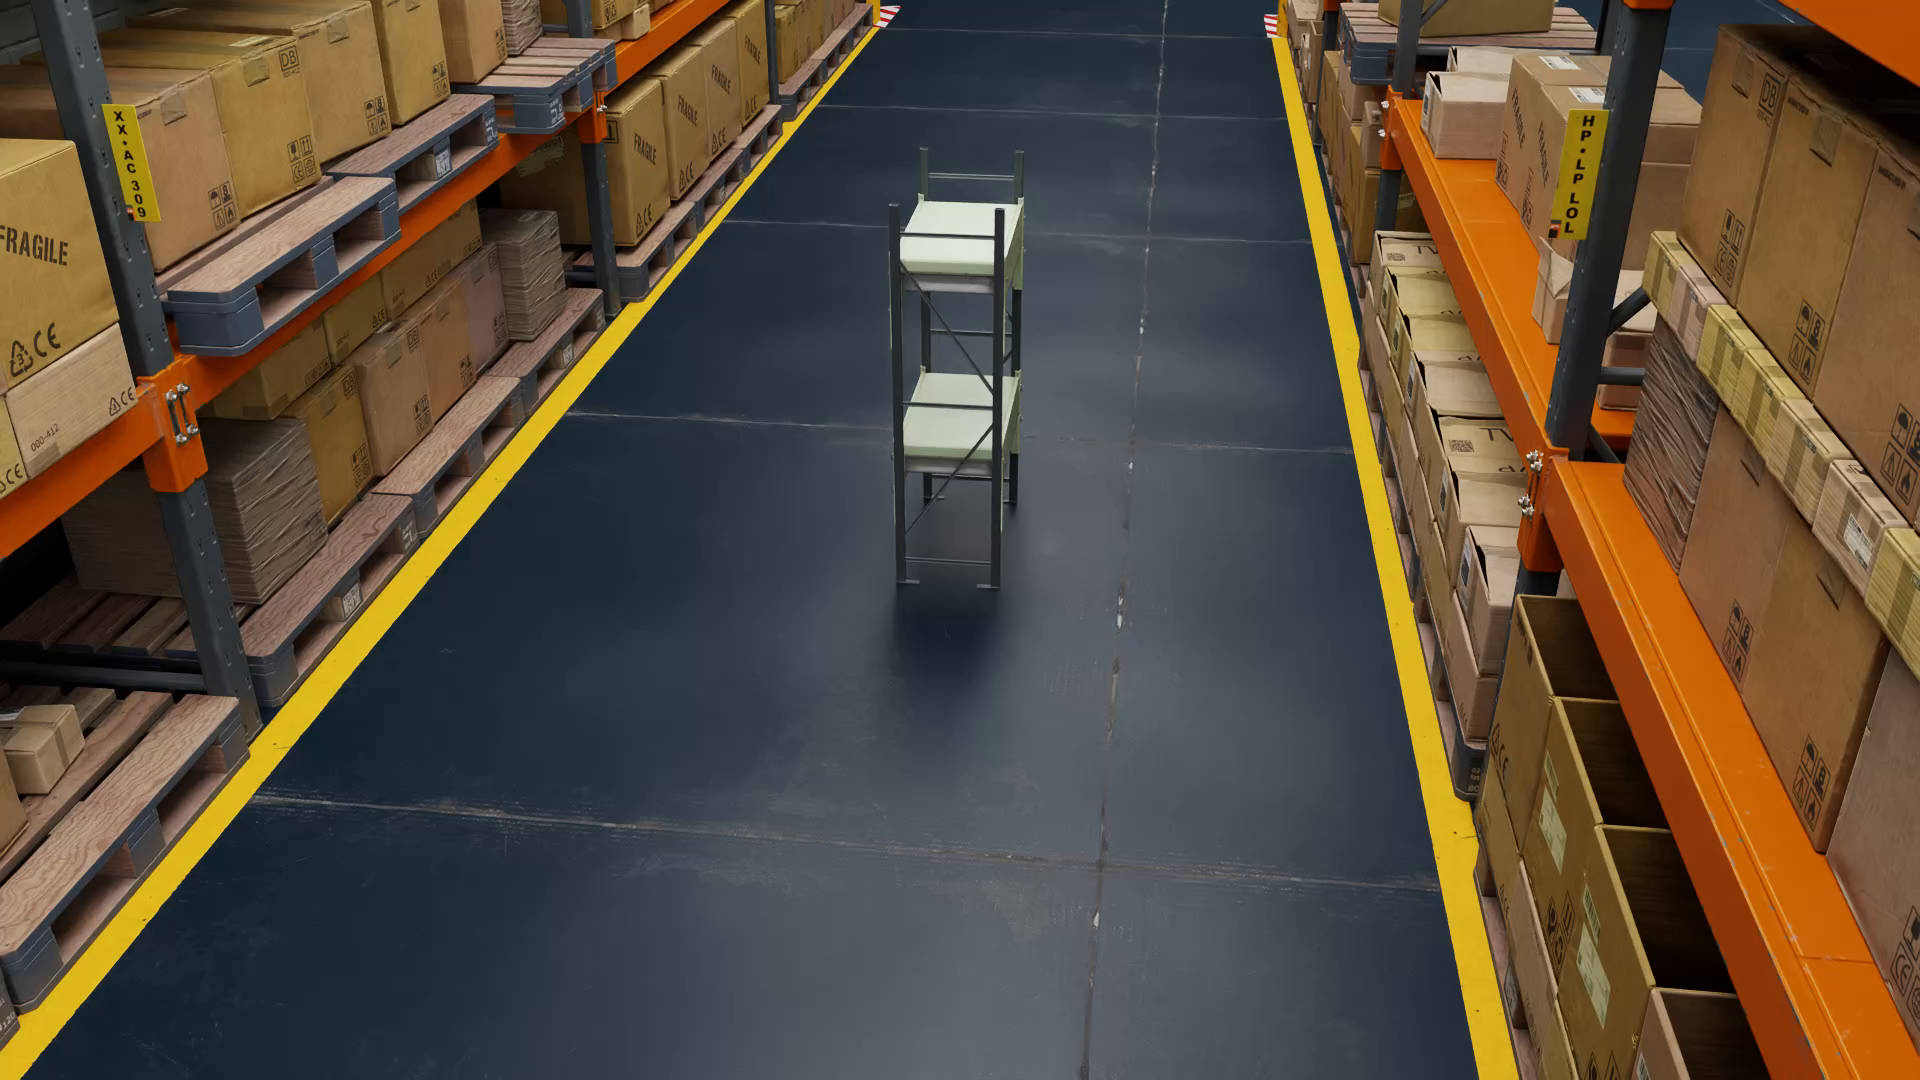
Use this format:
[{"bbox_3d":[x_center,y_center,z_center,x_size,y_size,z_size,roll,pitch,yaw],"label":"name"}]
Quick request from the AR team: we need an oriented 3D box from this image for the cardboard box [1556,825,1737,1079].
[{"bbox_3d":[1.588,0.963,3.466,0.500,0.500,0.500,3,28,6],"label":"cardboard box"}]

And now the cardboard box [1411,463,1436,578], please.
[{"bbox_3d":[1.967,-0.069,6.171,0.500,0.250,0.500,4,29,7],"label":"cardboard box"}]

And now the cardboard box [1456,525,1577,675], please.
[{"bbox_3d":[1.843,0.168,5.141,0.500,0.311,0.500,3,28,6],"label":"cardboard box"}]

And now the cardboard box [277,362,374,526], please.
[{"bbox_3d":[-2.752,-0.377,6.458,0.700,0.500,0.500,3,28,5],"label":"cardboard box"}]

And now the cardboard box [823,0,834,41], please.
[{"bbox_3d":[-1.477,-4.615,14.347,0.700,0.500,0.500,2,28,5],"label":"cardboard box"}]

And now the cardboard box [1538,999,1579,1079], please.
[{"bbox_3d":[1.588,1.293,3.644,0.500,0.250,0.500,3,28,6],"label":"cardboard box"}]

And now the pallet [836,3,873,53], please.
[{"bbox_3d":[-1.389,-4.730,15.307,1.003,0.211,1.213,3,28,6],"label":"pallet"}]

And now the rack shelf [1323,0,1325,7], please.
[{"bbox_3d":[3.303,-4.794,13.244,1.077,0.370,4.000,3,28,6],"label":"rack shelf"}]

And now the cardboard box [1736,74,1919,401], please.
[{"bbox_3d":[1.969,-0.572,3.175,0.700,0.500,0.500,3,28,6],"label":"cardboard box"}]

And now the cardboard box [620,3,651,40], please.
[{"bbox_3d":[-1.922,-2.851,9.122,0.380,0.149,0.250,4,29,8],"label":"cardboard box"}]

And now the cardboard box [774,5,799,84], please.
[{"bbox_3d":[-1.665,-3.886,12.993,0.700,0.500,0.500,4,29,7],"label":"cardboard box"}]

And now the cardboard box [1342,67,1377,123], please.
[{"bbox_3d":[2.574,-2.672,9.929,0.500,0.250,0.500,3,28,5],"label":"cardboard box"}]

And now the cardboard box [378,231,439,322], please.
[{"bbox_3d":[-2.575,-1.147,7.097,0.500,0.250,0.500,3,28,6],"label":"cardboard box"}]

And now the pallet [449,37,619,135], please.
[{"bbox_3d":[-2.330,-2.146,7.774,1.213,0.211,1.003,3,28,6],"label":"pallet"}]

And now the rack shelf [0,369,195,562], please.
[{"bbox_3d":[-3.084,0.568,3.291,1.077,0.370,4.000,3,28,6],"label":"rack shelf"}]

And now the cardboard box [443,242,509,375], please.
[{"bbox_3d":[-2.564,-1.088,7.779,0.700,0.500,0.500,3,28,6],"label":"cardboard box"}]

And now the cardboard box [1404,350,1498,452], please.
[{"bbox_3d":[2.029,-0.549,6.471,0.500,0.311,0.500,3,28,6],"label":"cardboard box"}]

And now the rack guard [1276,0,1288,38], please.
[{"bbox_3d":[3.539,-4.916,15.348,1.175,0.500,0.348,3,28,6],"label":"rack guard"}]

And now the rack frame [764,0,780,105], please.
[{"bbox_3d":[-1.859,-4.455,11.857,1.000,3.000,0.127,3,28,6],"label":"rack frame"}]

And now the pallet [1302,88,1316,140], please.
[{"bbox_3d":[3.143,-3.265,12.588,1.003,0.211,1.213,3,28,6],"label":"pallet"}]

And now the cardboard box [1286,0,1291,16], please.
[{"bbox_3d":[3.156,-4.814,15.064,0.380,0.149,0.250,3,28,6],"label":"cardboard box"}]

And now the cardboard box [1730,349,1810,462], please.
[{"bbox_3d":[1.762,-0.255,3.271,0.380,0.149,0.250,3,28,6],"label":"cardboard box"}]

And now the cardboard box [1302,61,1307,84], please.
[{"bbox_3d":[2.833,-3.573,12.761,0.380,0.149,0.250,3,28,6],"label":"cardboard box"}]

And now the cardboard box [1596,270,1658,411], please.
[{"bbox_3d":[2.095,-0.572,4.807,0.500,0.250,0.500,5,29,9],"label":"cardboard box"}]

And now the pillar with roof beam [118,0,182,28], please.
[{"bbox_3d":[0.906,-4.402,5.433,9.100,9.000,0.400,3,28,6],"label":"pillar with roof beam"}]

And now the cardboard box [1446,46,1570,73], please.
[{"bbox_3d":[2.480,-2.079,7.540,0.500,0.311,0.500,5,29,9],"label":"cardboard box"}]

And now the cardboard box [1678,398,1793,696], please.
[{"bbox_3d":[1.972,0.010,3.463,0.700,0.500,0.500,3,28,6],"label":"cardboard box"}]

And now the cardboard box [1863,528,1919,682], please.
[{"bbox_3d":[1.667,0.111,2.591,0.380,0.149,0.250,3,28,6],"label":"cardboard box"}]

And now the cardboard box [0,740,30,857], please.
[{"bbox_3d":[-2.926,0.708,4.445,0.500,0.500,0.500,1,28,2],"label":"cardboard box"}]

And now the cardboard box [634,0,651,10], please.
[{"bbox_3d":[-1.962,-3.216,9.117,0.500,0.500,0.500,4,29,8],"label":"cardboard box"}]

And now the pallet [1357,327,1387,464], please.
[{"bbox_3d":[2.429,-0.674,7.778,1.003,0.211,1.213,3,28,6],"label":"pallet"}]

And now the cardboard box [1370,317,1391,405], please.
[{"bbox_3d":[2.152,-0.795,7.519,0.500,0.250,0.500,3,28,5],"label":"cardboard box"}]

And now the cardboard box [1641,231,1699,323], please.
[{"bbox_3d":[1.853,-0.618,3.945,0.380,0.149,0.250,3,28,6],"label":"cardboard box"}]

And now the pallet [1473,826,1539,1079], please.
[{"bbox_3d":[1.939,1.196,4.308,1.003,0.211,1.213,3,28,6],"label":"pallet"}]

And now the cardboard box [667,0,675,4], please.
[{"bbox_3d":[-1.901,-3.335,10.021,0.380,0.149,0.250,4,29,6],"label":"cardboard box"}]

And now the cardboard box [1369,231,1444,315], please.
[{"bbox_3d":[2.213,-1.278,7.825,0.500,0.311,0.500,4,29,8],"label":"cardboard box"}]

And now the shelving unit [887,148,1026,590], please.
[{"bbox_3d":[-0.001,-0.657,6.388,0.431,1.500,0.755,3,28,6],"label":"shelving unit"}]

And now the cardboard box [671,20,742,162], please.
[{"bbox_3d":[-1.915,-2.962,10.909,0.750,0.750,0.750,4,29,8],"label":"cardboard box"}]

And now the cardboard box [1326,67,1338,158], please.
[{"bbox_3d":[2.703,-2.797,10.951,0.500,0.500,0.500,4,29,7],"label":"cardboard box"}]

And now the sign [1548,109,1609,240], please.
[{"bbox_3d":[1.538,-0.905,4.131,0.100,0.325,0.005,3,28,6],"label":"sign"}]

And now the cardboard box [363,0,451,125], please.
[{"bbox_3d":[-2.527,-2.001,6.732,0.700,0.500,0.500,3,28,6],"label":"cardboard box"}]

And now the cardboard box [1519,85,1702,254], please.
[{"bbox_3d":[2.314,-1.292,5.880,0.500,0.500,0.500,3,28,6],"label":"cardboard box"}]

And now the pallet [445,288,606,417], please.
[{"bbox_3d":[-2.446,-0.977,8.341,1.003,0.211,1.213,3,28,6],"label":"pallet"}]

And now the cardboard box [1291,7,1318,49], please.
[{"bbox_3d":[3.078,-4.325,14.051,0.500,0.250,0.500,3,28,6],"label":"cardboard box"}]

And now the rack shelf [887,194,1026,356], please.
[{"bbox_3d":[-0.001,-1.001,6.203,0.431,0.370,0.720,3,28,6],"label":"rack shelf"}]

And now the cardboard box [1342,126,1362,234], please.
[{"bbox_3d":[2.514,-2.077,9.615,0.500,0.500,0.500,2,28,4],"label":"cardboard box"}]

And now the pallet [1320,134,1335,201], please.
[{"bbox_3d":[2.996,-2.557,11.273,1.003,0.211,1.213,3,28,6],"label":"pallet"}]

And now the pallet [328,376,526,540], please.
[{"bbox_3d":[-2.598,-0.405,7.278,1.003,0.211,1.213,3,28,6],"label":"pallet"}]

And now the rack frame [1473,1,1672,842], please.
[{"bbox_3d":[2.078,-0.404,4.337,1.000,3.000,0.127,3,28,6],"label":"rack frame"}]

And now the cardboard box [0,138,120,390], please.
[{"bbox_3d":[-2.590,-0.722,4.274,0.500,0.500,0.500,3,28,6],"label":"cardboard box"}]

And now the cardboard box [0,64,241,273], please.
[{"bbox_3d":[-2.743,-1.165,5.181,0.700,0.500,0.500,3,29,6],"label":"cardboard box"}]

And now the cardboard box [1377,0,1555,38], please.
[{"bbox_3d":[2.533,-2.818,8.271,0.700,0.500,0.500,-6,29,-11],"label":"cardboard box"}]
